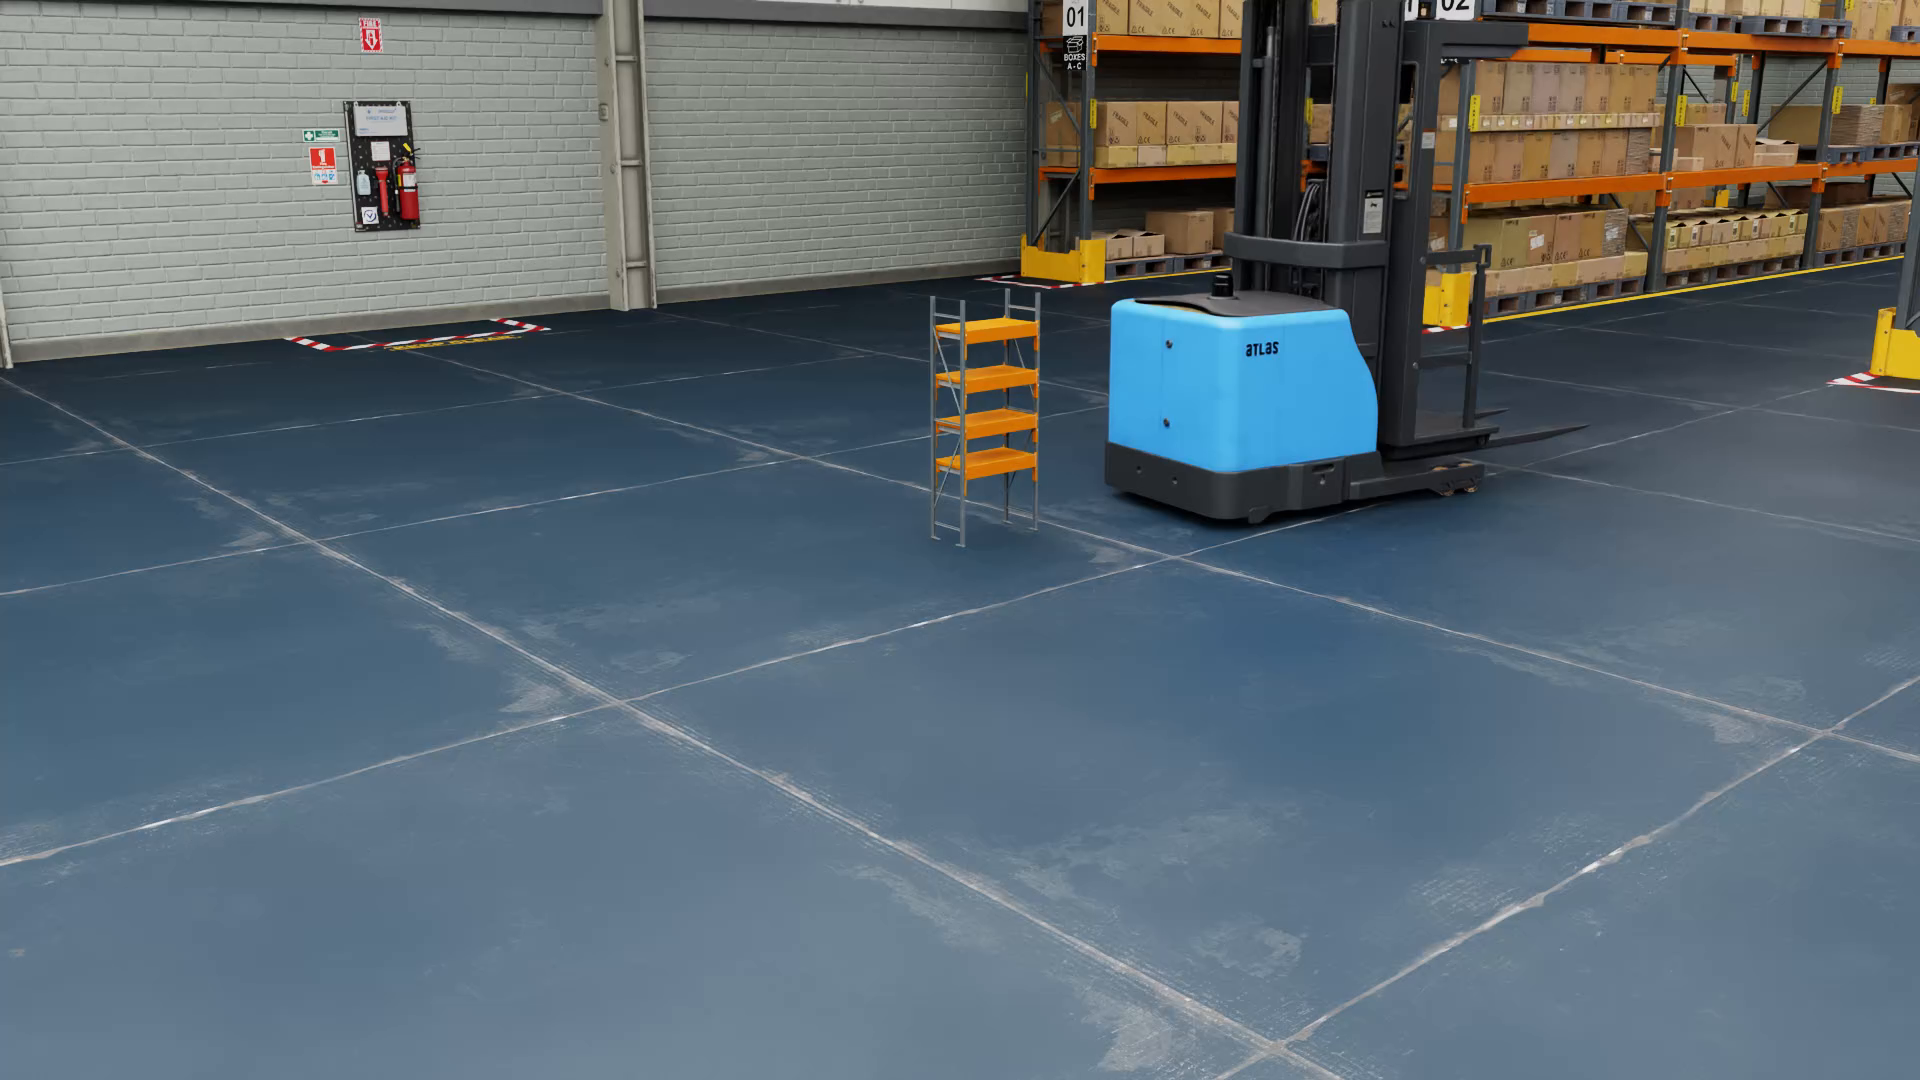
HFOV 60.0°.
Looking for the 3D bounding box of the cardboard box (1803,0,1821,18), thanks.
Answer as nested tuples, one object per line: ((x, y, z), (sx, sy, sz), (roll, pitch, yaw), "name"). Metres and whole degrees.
((10.157, -6.472, 20.330), (0.500, 0.250, 0.500), (14, 21, 43), "cardboard box")

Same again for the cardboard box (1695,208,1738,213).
((9.484, -4.003, 20.851), (0.500, 0.311, 0.500), (-13, 20, -41), "cardboard box")

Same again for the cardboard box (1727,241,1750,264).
((9.072, -3.457, 19.895), (0.500, 0.250, 0.500), (-12, 19, -38), "cardboard box")

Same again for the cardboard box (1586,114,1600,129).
((6.422, -4.361, 17.314), (0.250, 0.149, 0.380), (-12, 19, -38), "cardboard box")

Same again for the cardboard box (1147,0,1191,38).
((2.407, -6.276, 19.889), (0.500, 0.500, 0.500), (-12, 19, -37), "cardboard box")

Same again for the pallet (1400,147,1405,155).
((6.740, -5.709, 24.183), (1.003, 0.211, 1.213), (-13, 19, -39), "pallet")

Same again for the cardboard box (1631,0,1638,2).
((10.947, -8.677, 26.941), (0.500, 0.500, 0.500), (-13, 20, -40), "cardboard box")

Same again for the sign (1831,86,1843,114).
((10.829, -5.432, 20.528), (0.005, 0.325, 0.100), (-13, 19, -39), "sign")

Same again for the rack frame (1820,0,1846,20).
((10.463, -7.878, 20.306), (0.127, 3.000, 1.000), (-13, 19, -39), "rack frame")

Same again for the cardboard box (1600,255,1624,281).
((6.855, -2.973, 18.081), (0.500, 0.250, 0.500), (-13, 19, -39), "cardboard box")

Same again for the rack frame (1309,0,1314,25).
((4.190, -8.164, 21.377), (0.127, 3.000, 1.000), (-13, 19, -39), "rack frame")

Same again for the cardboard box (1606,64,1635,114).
((6.734, -4.815, 17.756), (0.500, 0.500, 0.700), (-13, 20, -39), "cardboard box")

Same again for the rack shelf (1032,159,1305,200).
((2.682, -4.579, 20.976), (4.000, 0.370, 1.077), (-13, 19, -39), "rack shelf")

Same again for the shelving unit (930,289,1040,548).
((0.125, -0.608, 8.200), (0.503, 1.200, 0.258), (-13, 19, -39), "shelving unit")

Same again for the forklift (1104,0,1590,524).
((2.318, -1.759, 9.157), (3.031, 2.935, 1.130), (-9, 17, -31), "forklift")

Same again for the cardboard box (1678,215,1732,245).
((8.691, -3.641, 19.495), (0.500, 0.311, 0.500), (-14, 20, -41), "cardboard box")

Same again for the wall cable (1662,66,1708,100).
((13.588, -8.191, 31.132), (1.851, 1.984, 0.084), (-13, 19, -39), "wall cable")

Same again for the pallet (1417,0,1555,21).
((4.978, -5.146, 16.060), (1.213, 0.211, 1.003), (-13, 19, -39), "pallet")

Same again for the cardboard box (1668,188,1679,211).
((12.024, -5.986, 28.877), (0.500, 0.500, 0.700), (-13, 20, -41), "cardboard box")

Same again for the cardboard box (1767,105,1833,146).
((10.864, -5.360, 21.495), (0.700, 0.500, 0.500), (8, 17, 28), "cardboard box")

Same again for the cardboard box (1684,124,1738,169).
((8.810, -4.651, 19.657), (0.500, 0.500, 0.500), (-13, 19, -39), "cardboard box")

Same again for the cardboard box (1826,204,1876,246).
((11.766, -4.180, 22.077), (0.500, 0.500, 0.500), (-13, 20, -40), "cardboard box")

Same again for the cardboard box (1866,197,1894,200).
((12.955, -4.628, 23.754), (0.500, 0.500, 0.500), (-14, 20, -42), "cardboard box")

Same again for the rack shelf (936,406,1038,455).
((0.125, -0.543, 8.218), (0.480, 0.148, 0.258), (-13, 19, -39), "rack shelf")

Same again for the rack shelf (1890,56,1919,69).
((14.989, -7.098, 24.591), (4.000, 0.370, 1.077), (-13, 19, -39), "rack shelf")

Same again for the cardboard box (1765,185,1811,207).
((11.054, -4.561, 22.052), (0.500, 0.250, 0.500), (-12, 19, -37), "cardboard box")

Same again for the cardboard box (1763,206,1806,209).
((11.014, -4.189, 22.110), (0.500, 0.500, 0.500), (-12, 19, -37), "cardboard box")

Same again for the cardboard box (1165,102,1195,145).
((2.504, -5.078, 20.248), (0.500, 0.500, 0.500), (-13, 20, -41), "cardboard box")

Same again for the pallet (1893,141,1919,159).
((12.806, -5.450, 23.215), (1.213, 0.211, 1.003), (-13, 19, -39), "pallet")

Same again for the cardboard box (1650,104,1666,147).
((11.200, -6.977, 27.977), (0.700, 0.700, 0.980), (-13, 20, -41), "cardboard box")

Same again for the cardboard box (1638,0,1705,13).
((7.916, -5.984, 18.505), (0.500, 0.250, 0.500), (-10, 18, -34), "cardboard box")

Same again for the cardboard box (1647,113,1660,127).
((7.381, -4.576, 18.118), (0.250, 0.149, 0.380), (-13, 20, -39), "cardboard box")

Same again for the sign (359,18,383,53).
((-5.354, -4.586, 15.113), (0.199, 0.298, 0.001), (-13, 19, -39), "sign")

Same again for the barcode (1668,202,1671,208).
((7.911, -3.733, 18.544), (0.075, 0.075, 0.001), (-13, 19, -39), "barcode")

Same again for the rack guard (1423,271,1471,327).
((4.409, -2.413, 16.314), (0.348, 0.500, 1.175), (-13, 19, -39), "rack guard")

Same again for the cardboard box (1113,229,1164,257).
((2.184, -3.698, 20.640), (0.500, 0.311, 0.500), (-11, 18, -35), "cardboard box")

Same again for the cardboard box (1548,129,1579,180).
((5.954, -4.012, 17.264), (0.500, 0.500, 0.700), (-12, 19, -38), "cardboard box")

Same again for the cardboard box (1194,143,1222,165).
((2.903, -4.807, 20.687), (0.500, 0.250, 0.500), (-12, 19, -39), "cardboard box")

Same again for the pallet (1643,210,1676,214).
((11.771, -5.595, 28.788), (1.213, 0.211, 1.003), (-13, 19, -39), "pallet")

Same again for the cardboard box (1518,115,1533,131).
((5.443, -4.140, 16.487), (0.250, 0.149, 0.380), (-13, 20, -40), "cardboard box")

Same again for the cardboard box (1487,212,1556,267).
((5.723, -3.081, 17.033), (0.500, 0.500, 0.500), (-13, 19, -39), "cardboard box")

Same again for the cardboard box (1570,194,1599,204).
((9.820, -5.650, 26.941), (0.750, 0.750, 0.750), (-12, 19, -39), "cardboard box")

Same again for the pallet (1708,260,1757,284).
((8.896, -3.295, 20.177), (1.213, 0.211, 1.003), (-13, 19, -39), "pallet")

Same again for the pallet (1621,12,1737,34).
((8.102, -5.811, 18.750), (1.217, 0.209, 0.805), (-14, 20, -42), "pallet")

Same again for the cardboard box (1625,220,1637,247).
((7.562, -3.572, 19.237), (0.500, 0.311, 0.500), (-13, 19, -39), "cardboard box")

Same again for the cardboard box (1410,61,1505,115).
((4.828, -4.385, 16.147), (0.500, 0.500, 0.700), (-13, 19, -39), "cardboard box")

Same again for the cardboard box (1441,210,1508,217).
((5.381, -3.182, 17.412), (0.500, 0.500, 0.500), (-13, 19, -39), "cardboard box")

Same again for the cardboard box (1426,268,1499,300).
((4.978, -2.546, 16.485), (0.500, 0.250, 0.500), (-13, 19, -39), "cardboard box")

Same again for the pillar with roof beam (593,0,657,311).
((-0.567, -5.919, 12.972), (0.400, 9.000, 9.100), (-13, 19, -39), "pillar with roof beam")

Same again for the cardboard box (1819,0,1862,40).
((10.770, -6.558, 20.981), (0.500, 0.500, 0.910), (-13, 19, -39), "cardboard box")

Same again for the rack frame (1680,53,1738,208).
((13.243, -7.299, 29.762), (0.127, 3.000, 1.000), (-13, 19, -39), "rack frame")

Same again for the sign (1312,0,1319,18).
((4.552, -6.860, 21.307), (0.005, 0.325, 0.100), (-13, 19, -39), "sign")
